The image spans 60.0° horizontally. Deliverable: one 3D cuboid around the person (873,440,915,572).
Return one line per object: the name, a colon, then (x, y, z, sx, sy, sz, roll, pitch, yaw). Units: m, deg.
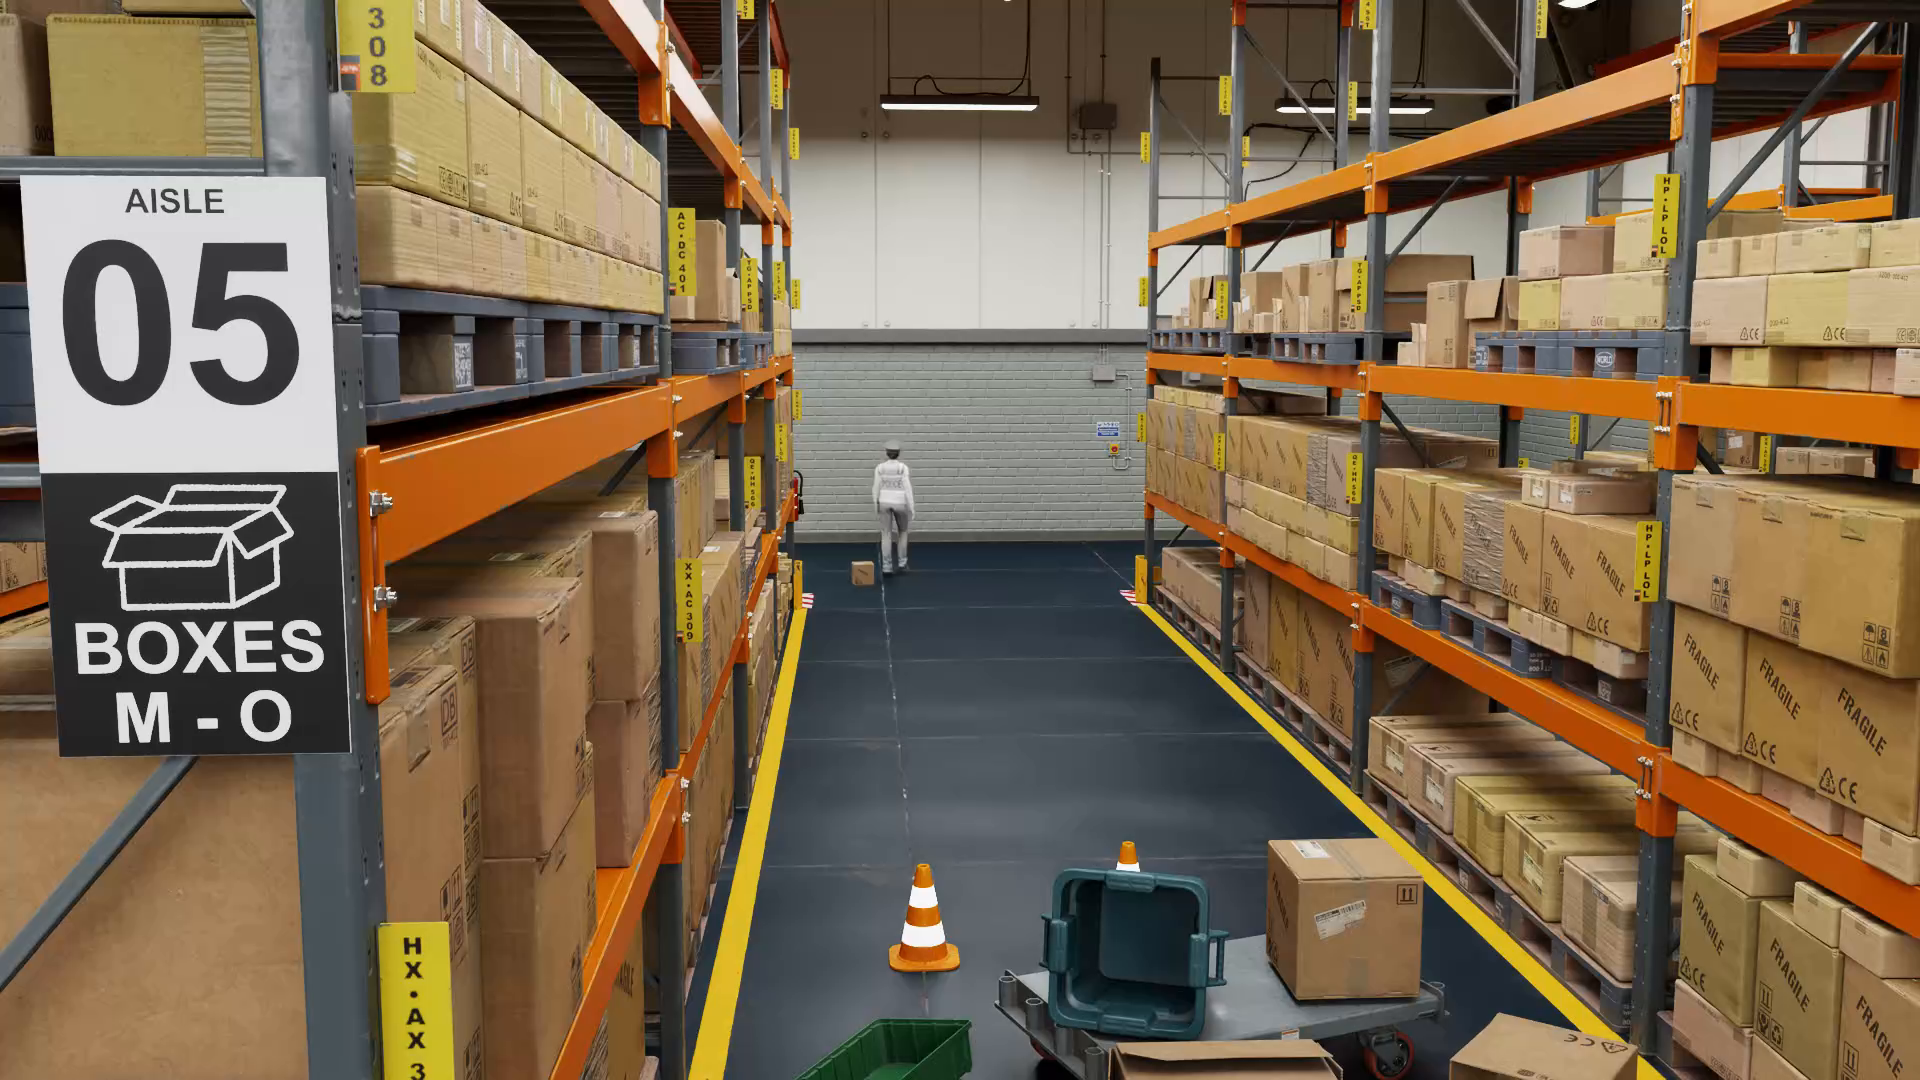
person: (-0.830, -0.409, 21.061, 0.551, 1.705, 0.761, 1, 7, 5)
